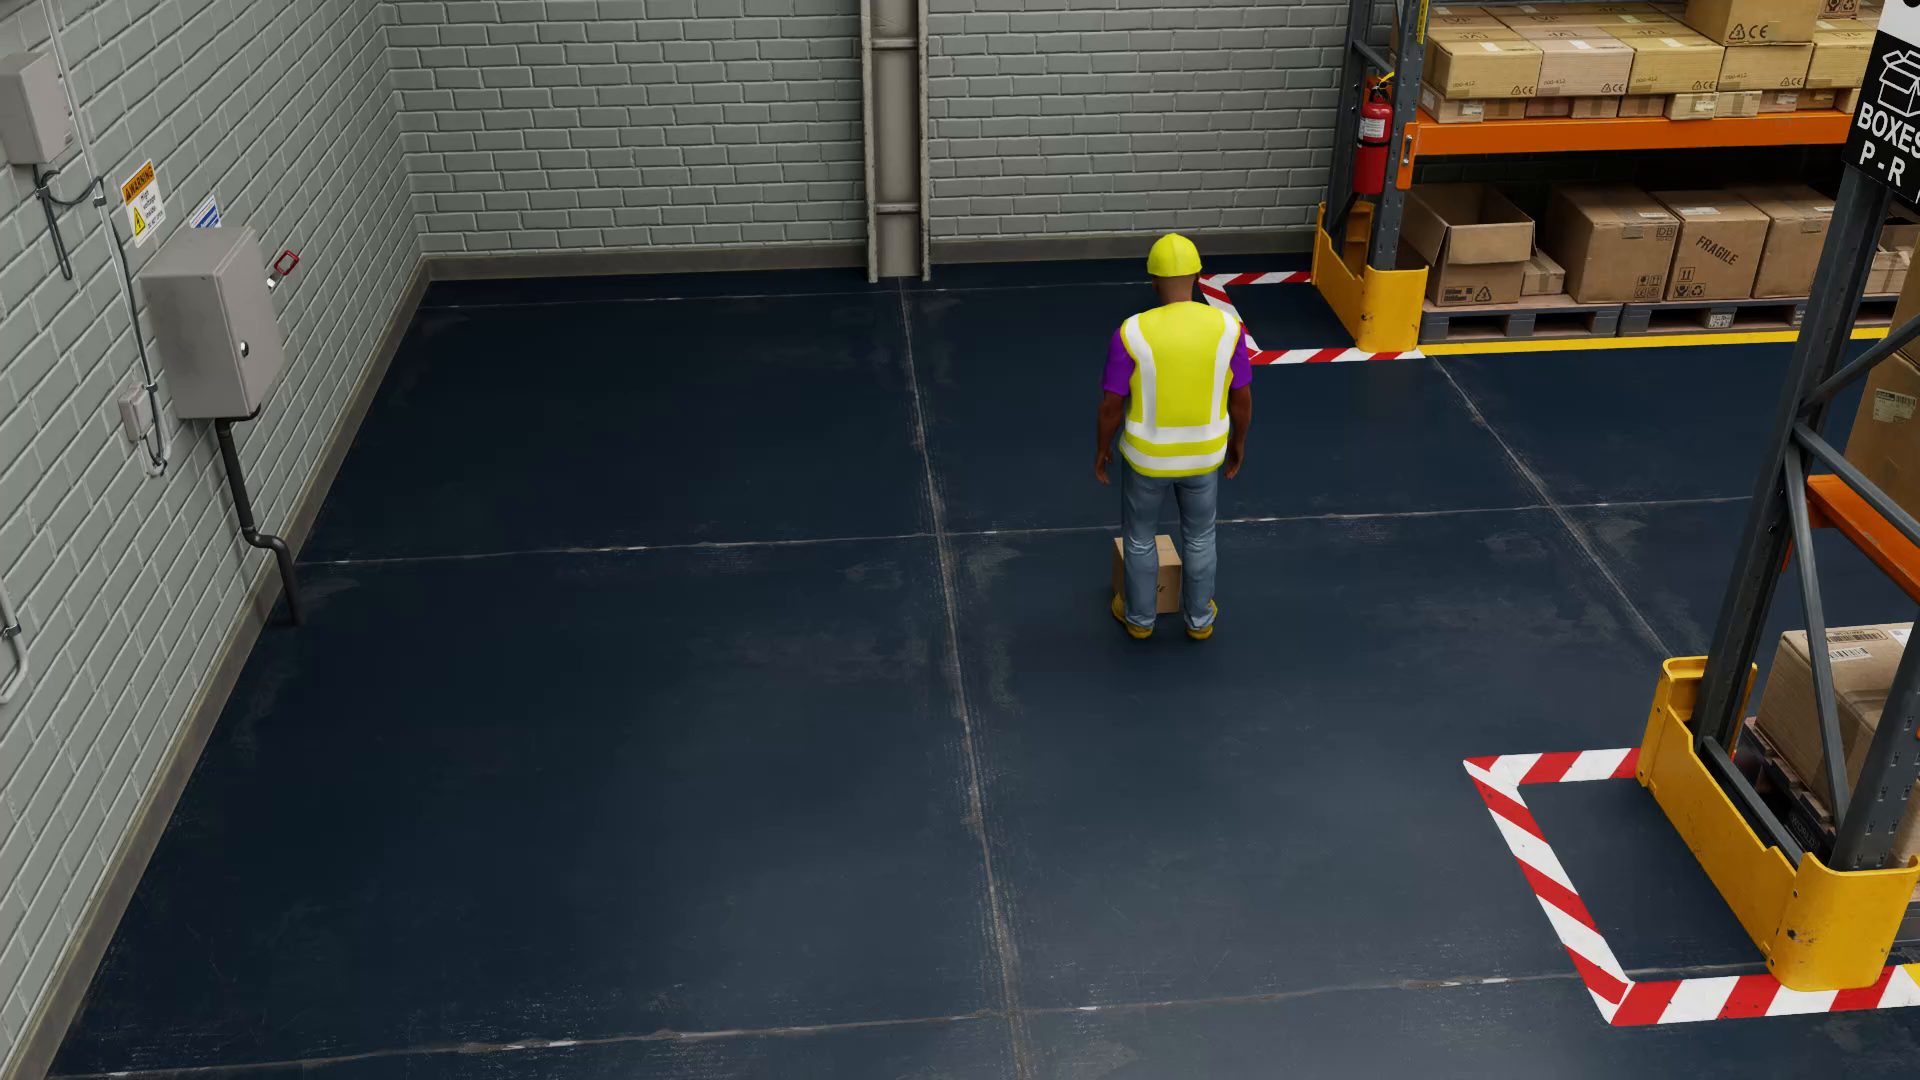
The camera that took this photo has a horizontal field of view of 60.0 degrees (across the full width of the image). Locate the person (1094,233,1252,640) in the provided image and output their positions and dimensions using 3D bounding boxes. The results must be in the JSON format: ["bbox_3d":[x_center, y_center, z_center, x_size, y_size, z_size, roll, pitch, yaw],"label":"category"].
[{"bbox_3d":[0.853,-0.378,6.746,0.628,1.761,0.461,-3,31,-5],"label":"person"}]
